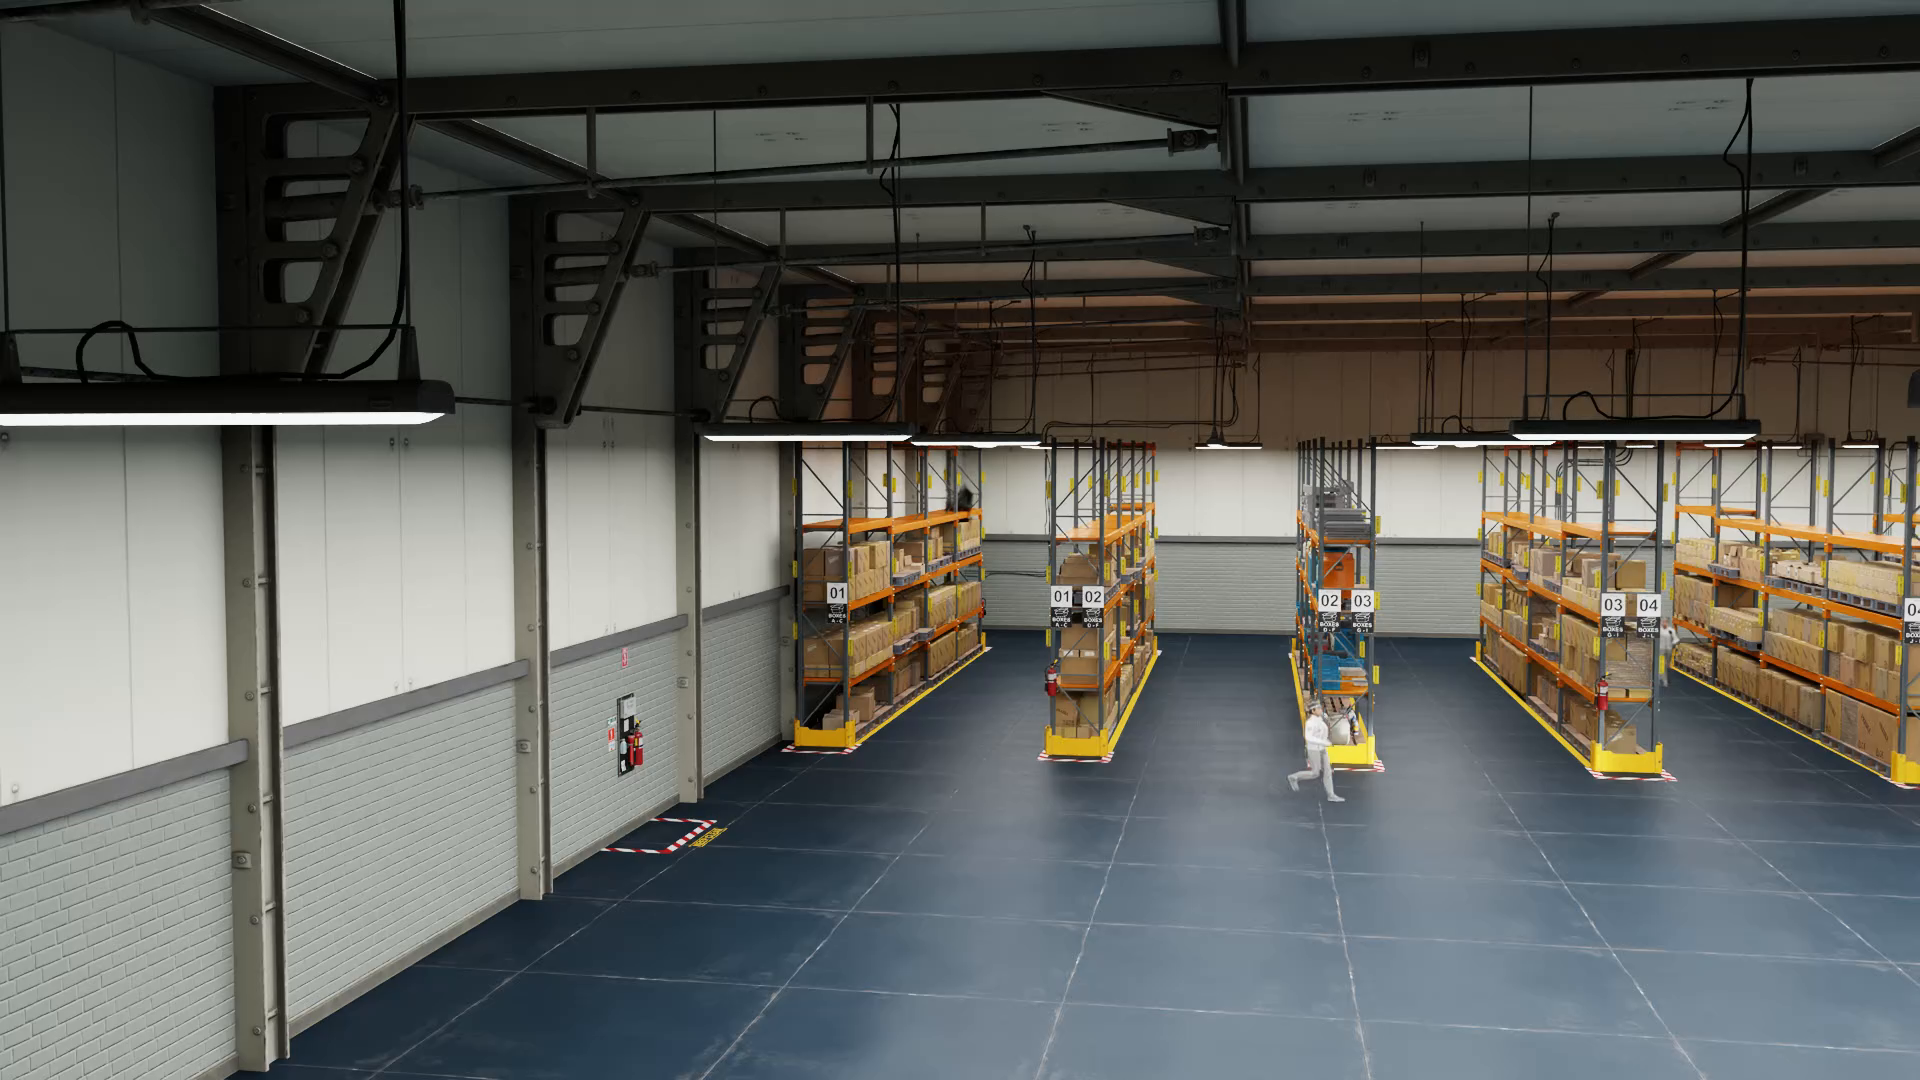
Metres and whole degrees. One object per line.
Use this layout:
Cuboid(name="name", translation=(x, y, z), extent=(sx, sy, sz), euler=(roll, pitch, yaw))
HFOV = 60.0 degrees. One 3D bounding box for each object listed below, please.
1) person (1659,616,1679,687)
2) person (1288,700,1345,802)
Cuboid(name="person", translation=(17.378, 2.718, 40.967), extent=(0.607, 1.705, 0.828), euler=(1, 3, 14))
Cuboid(name="person", translation=(5.864, 3.439, 27.250), extent=(0.949, 1.656, 0.630), euler=(2, 4, 36))
